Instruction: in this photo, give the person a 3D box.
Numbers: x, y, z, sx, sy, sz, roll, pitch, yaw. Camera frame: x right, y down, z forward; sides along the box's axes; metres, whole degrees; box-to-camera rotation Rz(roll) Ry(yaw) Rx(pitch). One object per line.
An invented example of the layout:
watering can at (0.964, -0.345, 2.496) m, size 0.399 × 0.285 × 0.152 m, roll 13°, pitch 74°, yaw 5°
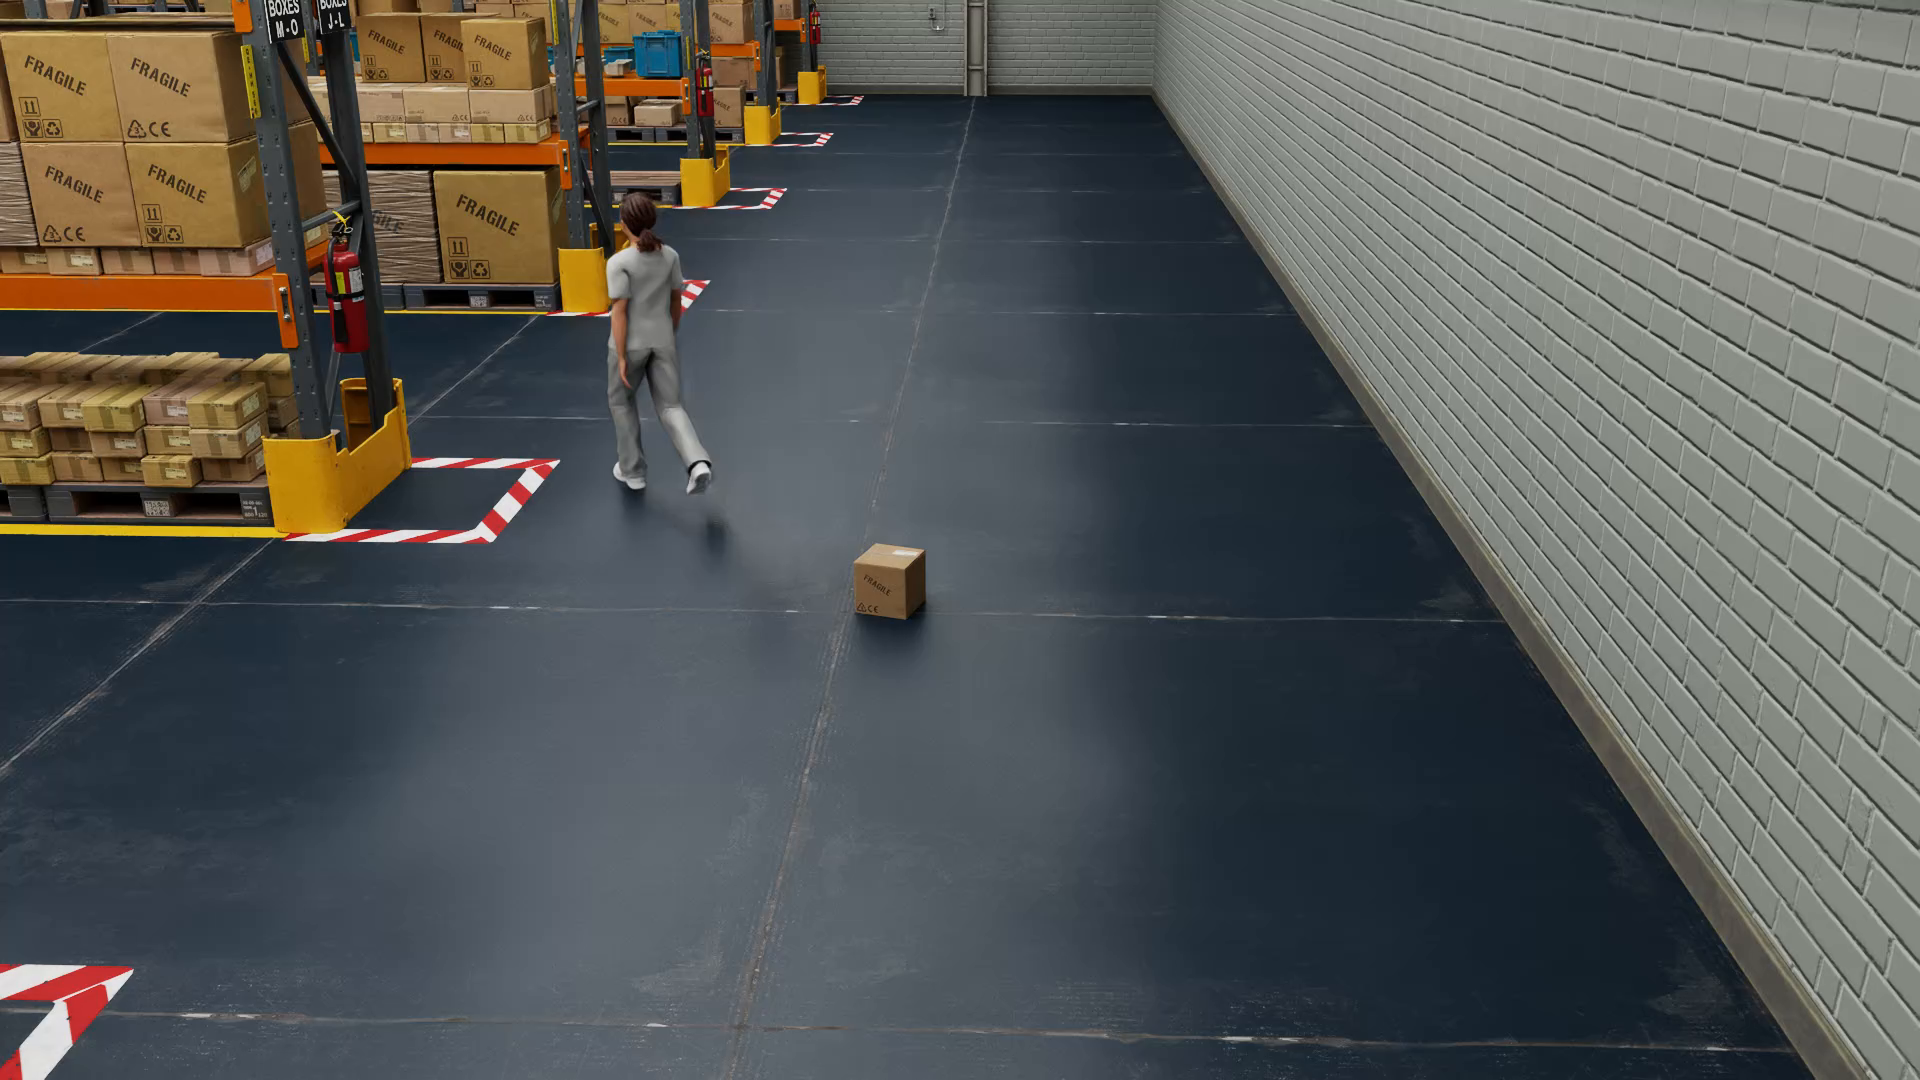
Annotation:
person at (-1.626, -1.002, 8.708) m, size 0.446 × 1.628 × 0.906 m, roll -13°, pitch 25°, yaw -31°
